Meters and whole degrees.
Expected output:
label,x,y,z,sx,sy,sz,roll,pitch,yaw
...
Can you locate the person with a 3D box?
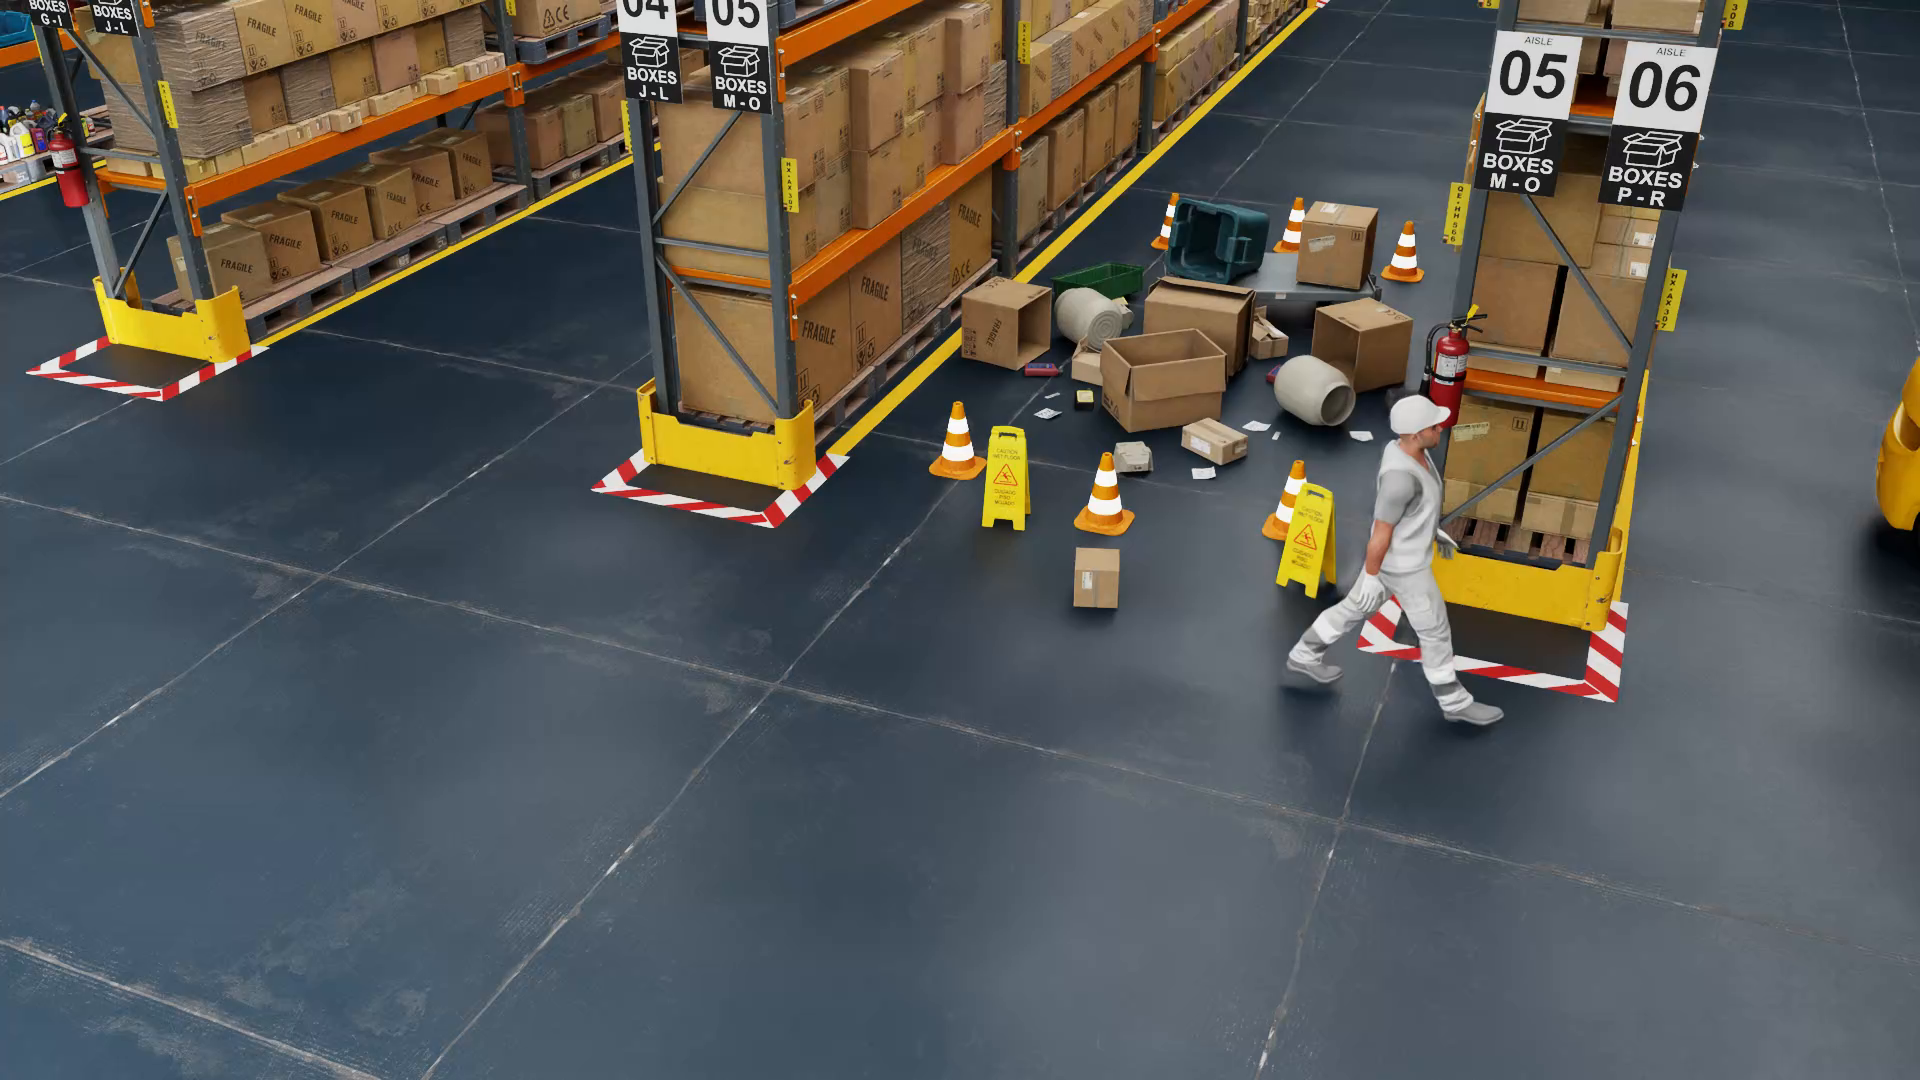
label,x,y,z,sx,sy,sz,roll,pitch,yaw
person,2.243,0.080,8.241,1.095,1.734,0.584,6,30,10
